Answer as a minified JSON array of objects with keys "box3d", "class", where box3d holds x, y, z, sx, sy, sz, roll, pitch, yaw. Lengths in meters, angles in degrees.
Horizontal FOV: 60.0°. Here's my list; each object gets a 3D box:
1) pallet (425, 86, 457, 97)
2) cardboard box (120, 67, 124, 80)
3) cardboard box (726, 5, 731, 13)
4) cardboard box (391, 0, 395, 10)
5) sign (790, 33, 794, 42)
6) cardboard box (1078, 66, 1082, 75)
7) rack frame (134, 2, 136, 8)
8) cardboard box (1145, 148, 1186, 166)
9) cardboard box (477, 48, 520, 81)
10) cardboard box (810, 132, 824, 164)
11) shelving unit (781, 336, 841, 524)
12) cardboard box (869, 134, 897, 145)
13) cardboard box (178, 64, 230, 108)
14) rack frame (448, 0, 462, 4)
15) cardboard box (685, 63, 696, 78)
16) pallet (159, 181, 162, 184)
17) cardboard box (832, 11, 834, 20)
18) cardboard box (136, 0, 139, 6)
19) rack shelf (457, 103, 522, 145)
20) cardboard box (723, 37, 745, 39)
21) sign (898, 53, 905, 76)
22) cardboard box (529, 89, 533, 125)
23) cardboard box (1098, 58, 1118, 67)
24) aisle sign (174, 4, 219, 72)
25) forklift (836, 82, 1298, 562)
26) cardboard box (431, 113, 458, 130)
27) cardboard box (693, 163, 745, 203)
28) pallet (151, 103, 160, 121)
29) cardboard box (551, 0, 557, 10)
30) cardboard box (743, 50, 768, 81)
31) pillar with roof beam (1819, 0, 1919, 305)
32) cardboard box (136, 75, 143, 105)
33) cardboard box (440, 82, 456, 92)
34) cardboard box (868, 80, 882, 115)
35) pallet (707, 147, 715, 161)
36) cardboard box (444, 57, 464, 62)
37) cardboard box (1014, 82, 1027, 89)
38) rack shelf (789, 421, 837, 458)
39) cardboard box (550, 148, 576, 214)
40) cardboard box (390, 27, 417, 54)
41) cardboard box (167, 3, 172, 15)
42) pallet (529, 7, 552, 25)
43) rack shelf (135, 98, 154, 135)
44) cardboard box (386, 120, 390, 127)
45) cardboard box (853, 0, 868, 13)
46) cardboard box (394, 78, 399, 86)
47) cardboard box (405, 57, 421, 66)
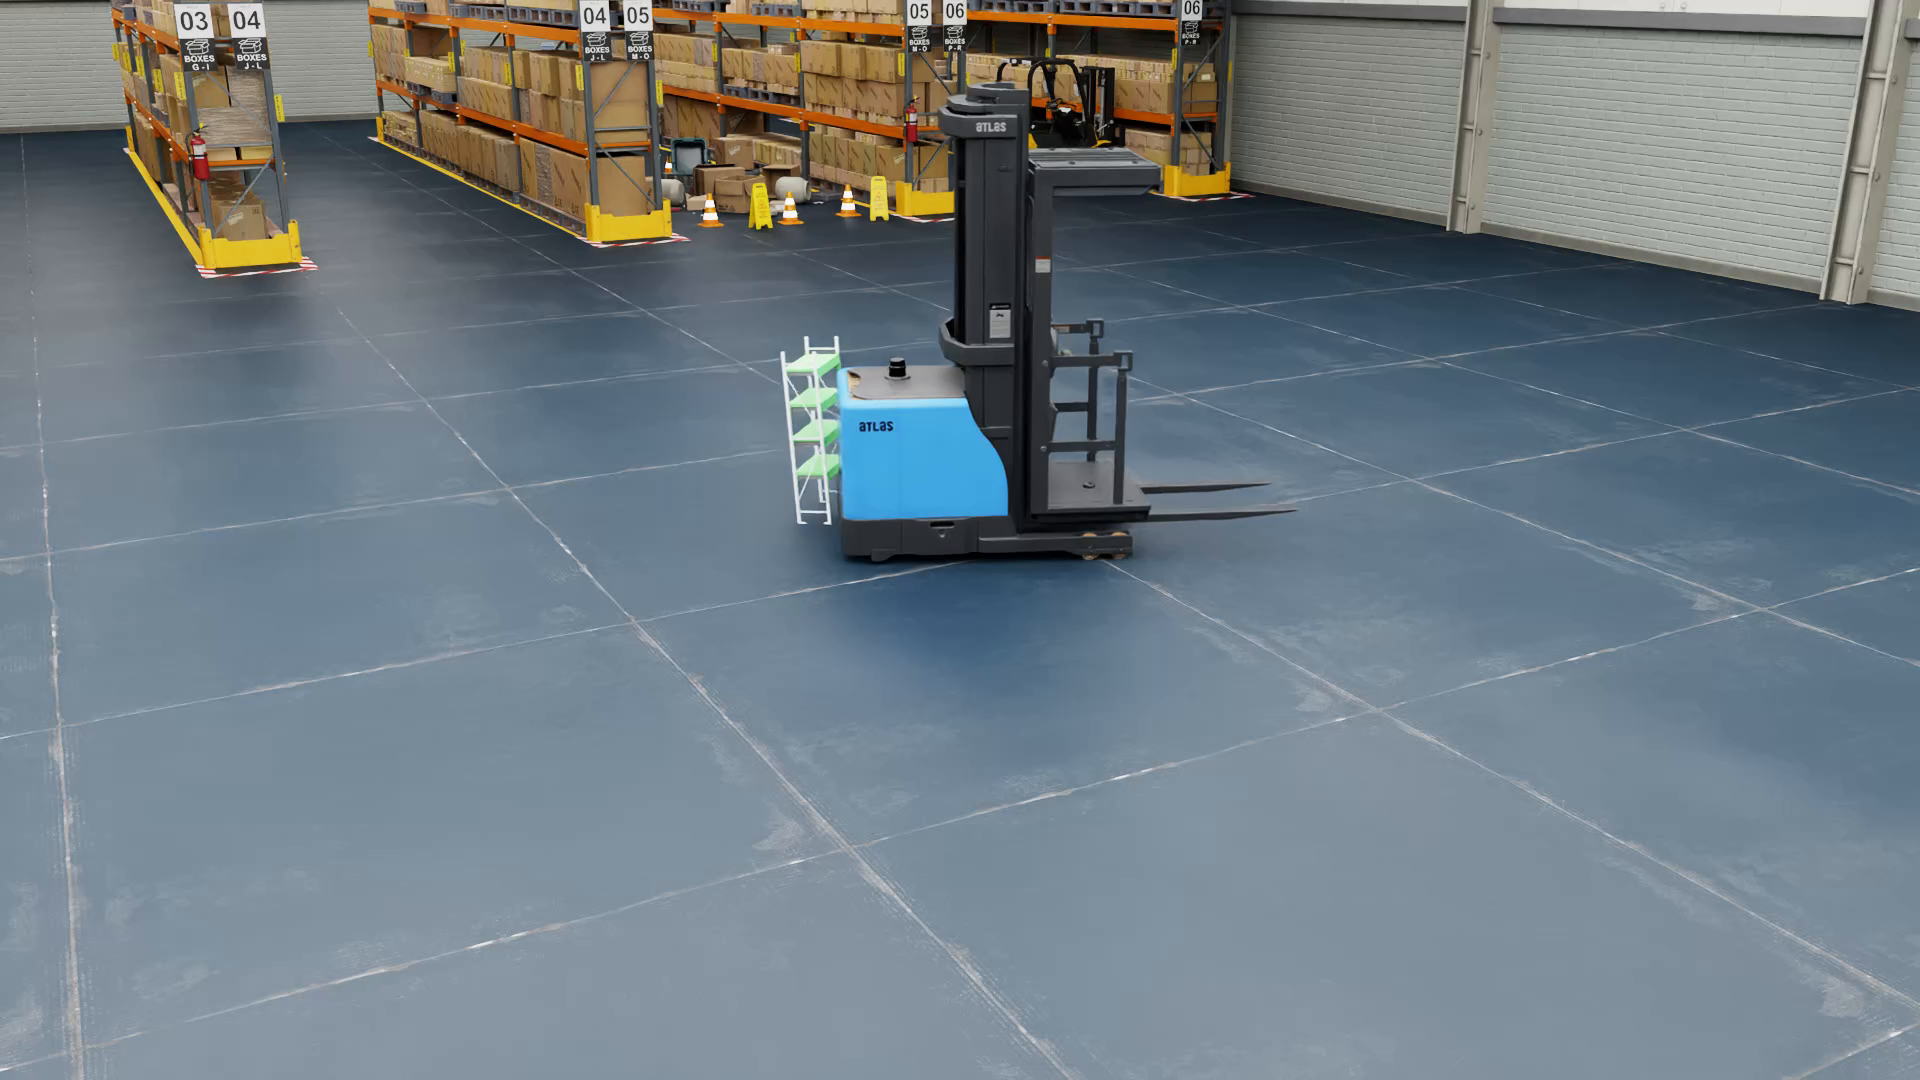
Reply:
[{"box3d":[-9.462,-8.479,31.398,1.003,0.211,1.213,-10,21,-27],"class":"pallet"},{"box3d":[-16.707,-9.455,33.706,0.500,0.250,0.500,-11,22,-28],"class":"cardboard box"},{"box3d":[-4.177,-9.985,31.257,0.380,0.149,0.250,-10,21,-27],"class":"cardboard box"},{"box3d":[-11.083,-10.747,33.309,0.500,0.250,0.500,-10,21,-27],"class":"cardboard box"},{"box3d":[-4.087,-12.195,40.546,0.100,0.325,0.005,-10,21,-27],"class":"sign"},{"box3d":[2.333,-8.419,29.785,0.380,0.149,0.250,-9,21,-25],"class":"cardboard box"},{"box3d":[-12.899,-10.104,26.617,1.000,3.000,0.127,-10,21,-27],"class":"rack frame"},{"box3d":[3.482,-6.503,28.183,0.500,0.250,0.500,-10,22,-27],"class":"cardboard box"},{"box3d":[-7.794,-8.105,28.335,0.700,0.500,0.500,-10,22,-27],"class":"cardboard box"},{"box3d":[-2.235,-6.697,28.362,0.500,0.500,0.500,-9,21,-24],"class":"cardboard box"},{"box3d":[-0.981,-0.760,11.471,0.258,1.200,0.503,1,19,14],"class":"shelving unit"},{"box3d":[-1.222,-6.351,26.365,0.380,0.149,0.250,-9,21,-25],"class":"cardboard box"},{"box3d":[-9.579,-5.752,21.059,0.500,0.500,0.500,-10,21,-27],"class":"cardboard box"},{"box3d":[-8.486,-10.843,28.759,1.000,3.000,0.127,-10,21,-27],"class":"rack frame"},{"box3d":[-5.139,-9.359,33.118,0.500,0.250,0.500,-11,22,-28],"class":"cardboard box"},{"box3d":[-13.782,-6.538,29.754,1.003,0.211,1.213,-10,21,-27],"class":"pallet"},{"box3d":[-1.855,-8.532,27.046,0.380,0.149,0.250,-11,22,-28],"class":"cardboard box"},{"box3d":[-12.664,-8.649,26.078,0.500,0.500,0.500,-10,21,-26],"class":"cardboard box"},{"box3d":[-7.536,-7.093,28.192,1.077,0.370,4.000,-10,21,-27],"class":"rack shelf"},{"box3d":[-4.440,-9.643,32.793,0.500,0.500,0.500,-10,21,-26],"class":"cardboard box"},{"box3d":[-0.876,-7.123,24.916,0.100,0.325,0.005,-10,21,-27],"class":"sign"},{"box3d":[-6.119,-6.671,25.637,0.875,0.550,0.550,-10,21,-27],"class":"cardboard box"},{"box3d":[2.660,-8.424,29.342,0.380,0.149,0.250,-10,21,-27],"class":"cardboard box"},{"box3d":[-9.334,-6.136,20.330,0.394,0.787,0.004,-10,21,-27],"class":"aisle sign"},{"box3d":[0.704,-1.432,10.789,3.031,2.935,1.130,-2,19,-6],"class":"forklift"},{"box3d":[-9.773,-7.974,31.681,0.500,0.250,0.500,-9,21,-25],"class":"cardboard box"},{"box3d":[-3.892,-5.770,26.873,0.797,0.637,0.503,-10,21,-27],"class":"cardboard box"},{"box3d":[-12.467,-6.989,27.082,1.213,0.211,1.003,-10,21,-27],"class":"pallet"},{"box3d":[-5.504,-7.517,23.308,0.380,0.149,0.250,-10,21,-26],"class":"cardboard box"},{"box3d":[-3.656,-8.724,30.563,0.500,0.500,0.500,-10,21,-26],"class":"cardboard box"},{"box3d":[6.360,-6.340,15.710,9.100,9.000,0.400,-10,21,-27],"class":"pillar with roof beam"},{"box3d":[-14.323,-8.005,29.578,0.500,0.500,0.500,-11,22,-28],"class":"cardboard box"},{"box3d":[-9.124,-8.157,29.915,0.380,0.149,0.250,-10,21,-26],"class":"cardboard box"},{"box3d":[-1.112,-6.952,26.070,0.500,0.500,0.500,-10,21,-27],"class":"cardboard box"},{"box3d":[-4.485,-7.723,33.189,1.003,0.211,1.213,-10,21,-27],"class":"pallet"},{"box3d":[-9.773,-9.280,32.256,0.380,0.149,0.250,-11,22,-28],"class":"cardboard box"},{"box3d":[1.375,-8.601,31.690,0.500,0.250,0.500,-10,21,-27],"class":"cardboard box"},{"box3d":[-0.976,-0.700,11.490,0.258,0.148,0.480,1,19,14],"class":"rack shelf"},{"box3d":[-5.487,-5.342,24.626,0.875,0.875,0.875,-10,22,-28],"class":"cardboard box"},{"box3d":[-11.327,-10.206,33.967,0.500,0.500,0.500,-9,21,-25],"class":"cardboard box"},{"box3d":[-9.753,-6.693,20.949,0.380,0.149,0.250,-11,22,-29],"class":"cardboard box"},{"box3d":[-5.632,-7.649,24.236,1.003,0.211,1.213,-10,21,-27],"class":"pallet"},{"box3d":[-13.848,-7.502,29.377,1.077,0.370,4.000,-10,21,-27],"class":"rack shelf"},{"box3d":[-12.181,-9.018,35.937,0.380,0.149,0.250,-10,21,-27],"class":"cardboard box"},{"box3d":[-1.347,-8.392,26.029,0.500,0.250,0.500,-9,21,-25],"class":"cardboard box"},{"box3d":[-11.532,-9.520,34.508,0.380,0.149,0.250,-10,21,-26],"class":"cardboard box"},{"box3d":[-10.603,-9.332,32.407,0.380,0.149,0.250,-9,21,-24],"class":"cardboard box"}]
